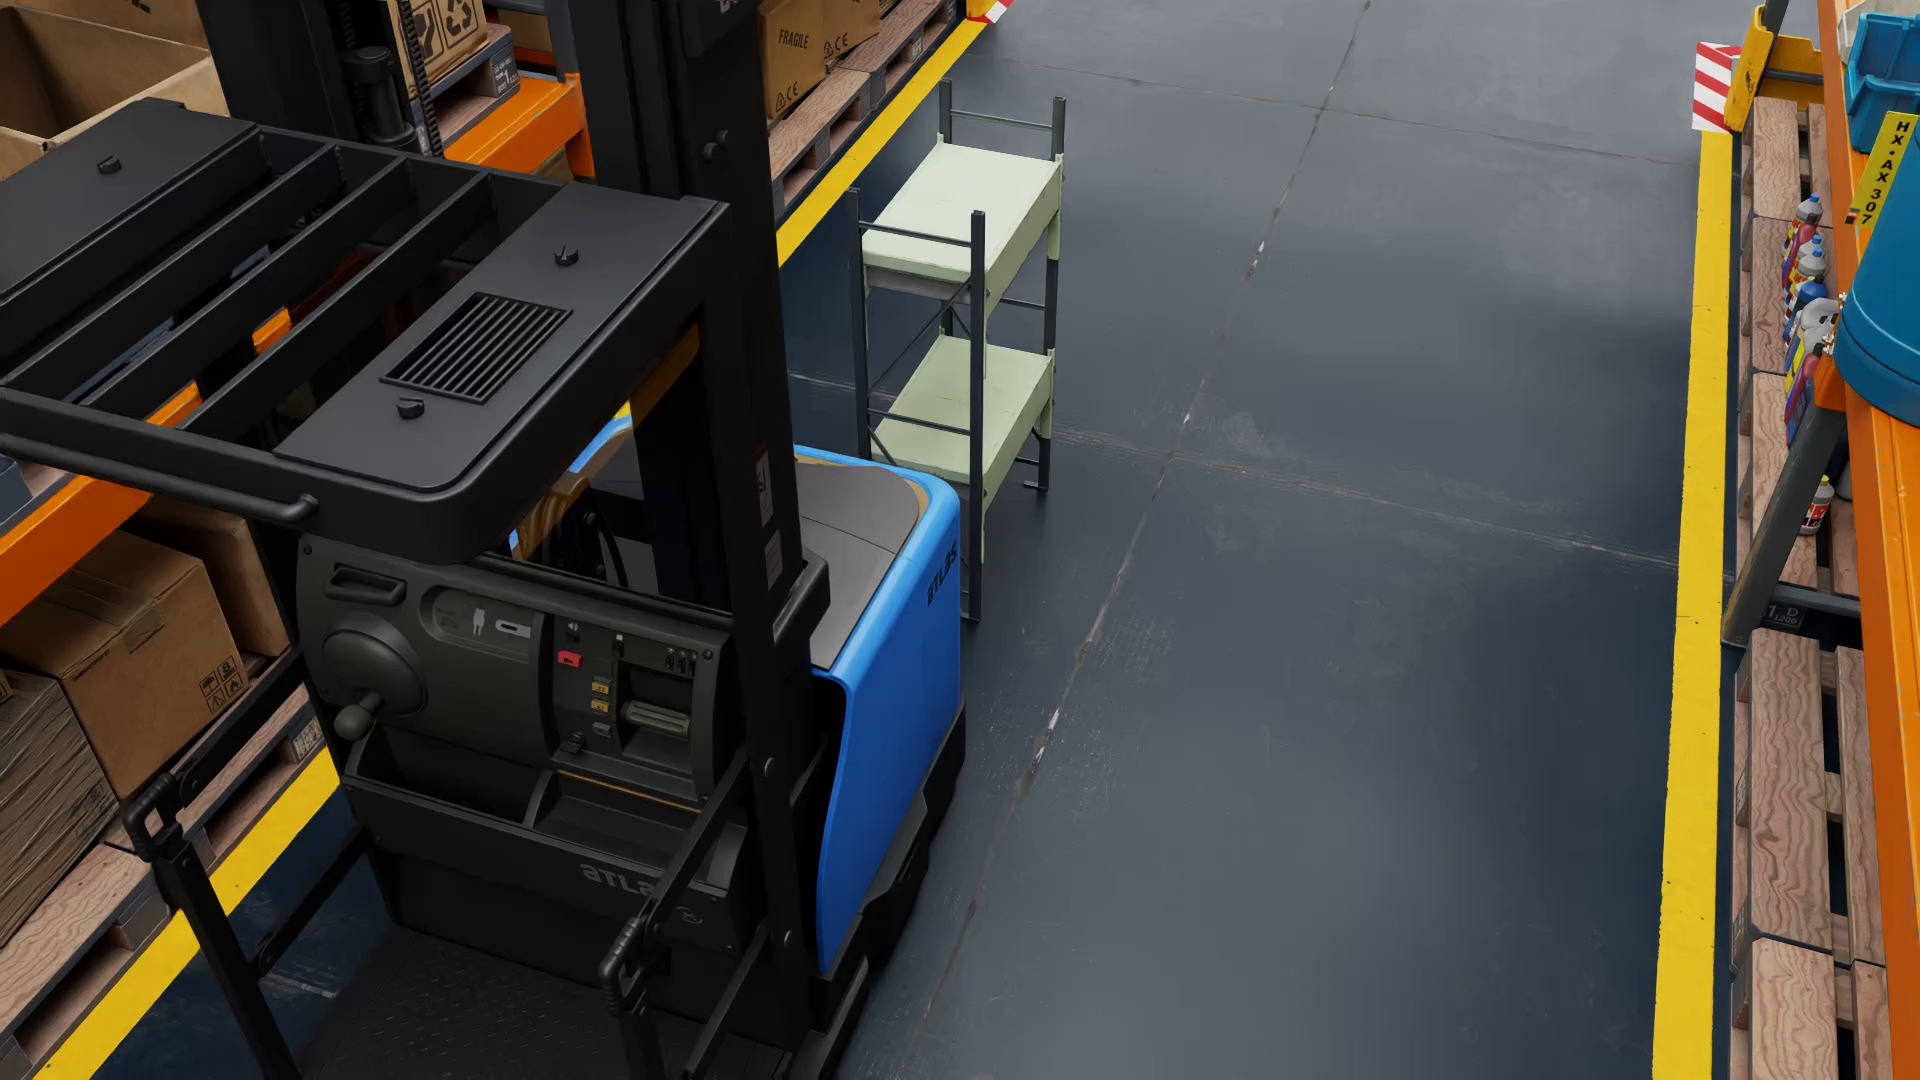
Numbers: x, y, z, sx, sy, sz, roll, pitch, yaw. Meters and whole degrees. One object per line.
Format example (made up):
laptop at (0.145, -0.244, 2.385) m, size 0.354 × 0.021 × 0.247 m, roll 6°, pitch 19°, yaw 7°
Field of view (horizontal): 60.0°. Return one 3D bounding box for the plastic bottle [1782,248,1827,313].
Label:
plastic bottle at (3.242, -0.993, 6.366) m, size 0.097 × 0.271 × 0.097 m, roll 0°, pitch 40°, yaw 0°

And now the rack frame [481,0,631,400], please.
rack frame at (-1.716, -1.830, 5.583) m, size 1.000 × 3.000 × 0.127 m, roll 13°, pitch 42°, yaw 15°

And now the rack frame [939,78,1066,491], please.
rack frame at (0.127, -0.798, 5.530) m, size 0.400 × 1.500 × 0.023 m, roll 13°, pitch 42°, yaw 15°

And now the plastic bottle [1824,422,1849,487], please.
plastic bottle at (2.888, -0.347, 5.547) m, size 0.144 × 0.351 × 0.185 m, roll 12°, pitch 42°, yaw 14°

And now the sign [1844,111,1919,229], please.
sign at (2.425, -0.964, 4.356) m, size 0.100 × 0.325 × 0.005 m, roll 13°, pitch 42°, yaw 15°

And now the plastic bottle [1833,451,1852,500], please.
plastic bottle at (3.023, -0.315, 5.510) m, size 0.144 × 0.351 × 0.185 m, roll 13°, pitch 42°, yaw 15°

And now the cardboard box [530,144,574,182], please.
cardboard box at (-1.542, -1.274, 6.534) m, size 0.500 × 0.500 × 0.500 m, roll 12°, pitch 42°, yaw 14°

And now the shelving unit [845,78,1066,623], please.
shelving unit at (0.002, -0.575, 5.268) m, size 0.431 × 1.500 × 0.755 m, roll 13°, pitch 42°, yaw 15°

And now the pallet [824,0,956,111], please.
pallet at (-0.685, -2.674, 8.722) m, size 1.003 × 0.211 × 1.213 m, roll 13°, pitch 42°, yaw 15°

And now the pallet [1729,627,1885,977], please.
pallet at (2.706, 0.818, 4.629) m, size 1.003 × 0.211 × 1.213 m, roll 13°, pitch 42°, yaw 15°

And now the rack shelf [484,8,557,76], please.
rack shelf at (-1.032, -2.776, 7.247) m, size 1.077 × 0.370 × 4.000 m, roll 13°, pitch 42°, yaw 15°

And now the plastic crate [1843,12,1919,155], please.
plastic crate at (3.062, -1.409, 5.205) m, size 0.499 × 0.251 × 0.616 m, roll 13°, pitch 42°, yaw 15°

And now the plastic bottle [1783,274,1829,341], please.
plastic bottle at (3.172, -0.869, 6.221) m, size 0.097 × 0.271 × 0.097 m, roll 0°, pitch 40°, yaw 0°

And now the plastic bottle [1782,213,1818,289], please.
plastic bottle at (3.299, -1.133, 6.521) m, size 0.061 × 0.283 × 0.133 m, roll 14°, pitch 42°, yaw 16°

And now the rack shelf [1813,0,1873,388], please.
rack shelf at (3.622, -1.677, 5.958) m, size 1.077 × 0.370 × 4.000 m, roll 13°, pitch 42°, yaw 15°

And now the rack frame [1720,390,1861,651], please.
rack frame at (2.938, -0.730, 4.295) m, size 1.000 × 3.000 × 0.127 m, roll 13°, pitch 42°, yaw 15°

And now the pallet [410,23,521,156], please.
pallet at (-2.114, -1.323, 5.137) m, size 1.003 × 0.211 × 1.213 m, roll 13°, pitch 42°, yaw 15°

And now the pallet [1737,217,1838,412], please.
pallet at (3.623, -0.817, 6.544) m, size 1.003 × 0.211 × 1.213 m, roll 13°, pitch 42°, yaw 15°

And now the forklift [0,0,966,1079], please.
forklift at (-0.960, 0.341, 3.092) m, size 1.130 × 2.935 × 3.031 m, roll 13°, pitch 42°, yaw 15°

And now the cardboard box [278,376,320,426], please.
cardboard box at (-2.127, -0.390, 5.483) m, size 0.700 × 0.500 × 0.500 m, roll 13°, pitch 42°, yaw 15°

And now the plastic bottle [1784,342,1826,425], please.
plastic bottle at (2.970, -0.547, 5.834) m, size 0.061 × 0.283 × 0.133 m, roll 16°, pitch 43°, yaw 18°

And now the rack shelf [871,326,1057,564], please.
rack shelf at (0.002, -0.327, 5.480) m, size 0.431 × 0.370 × 0.720 m, roll 13°, pitch 42°, yaw 15°

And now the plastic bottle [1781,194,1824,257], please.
plastic bottle at (3.393, -1.263, 6.682) m, size 0.097 × 0.271 × 0.097 m, roll 0°, pitch 40°, yaw 0°

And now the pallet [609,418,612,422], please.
pallet at (-1.981, -0.294, 5.932) m, size 1.003 × 0.211 × 1.213 m, roll 13°, pitch 42°, yaw 15°

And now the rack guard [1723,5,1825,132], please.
rack guard at (4.324, -2.162, 7.899) m, size 1.175 × 0.500 × 0.348 m, roll 13°, pitch 42°, yaw 15°

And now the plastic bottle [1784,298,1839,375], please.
plastic bottle at (3.123, -0.731, 6.055) m, size 0.152 × 0.276 × 0.135 m, roll 14°, pitch 42°, yaw 16°

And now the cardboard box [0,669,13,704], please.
cardboard box at (-2.711, 0.367, 4.018) m, size 0.500 × 0.250 × 0.500 m, roll 18°, pitch 44°, yaw 20°

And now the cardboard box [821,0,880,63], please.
cardboard box at (-0.750, -2.729, 8.240) m, size 0.500 × 0.500 × 0.500 m, roll 25°, pitch 46°, yaw 26°

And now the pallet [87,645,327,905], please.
pallet at (-2.397, 0.453, 5.056) m, size 1.003 × 0.211 × 1.213 m, roll 13°, pitch 42°, yaw 15°

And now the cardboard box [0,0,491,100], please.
cardboard box at (-2.119, -1.764, 4.721) m, size 1.000 × 1.000 × 1.000 m, roll 14°, pitch 42°, yaw 15°

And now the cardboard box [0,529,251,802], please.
cardboard box at (-2.509, 0.292, 4.684) m, size 0.700 × 0.500 × 0.500 m, roll 17°, pitch 43°, yaw 19°

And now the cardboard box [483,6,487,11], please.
cardboard box at (-1.919, -1.930, 5.895) m, size 0.380 × 0.149 × 0.250 m, roll 13°, pitch 42°, yaw 15°
